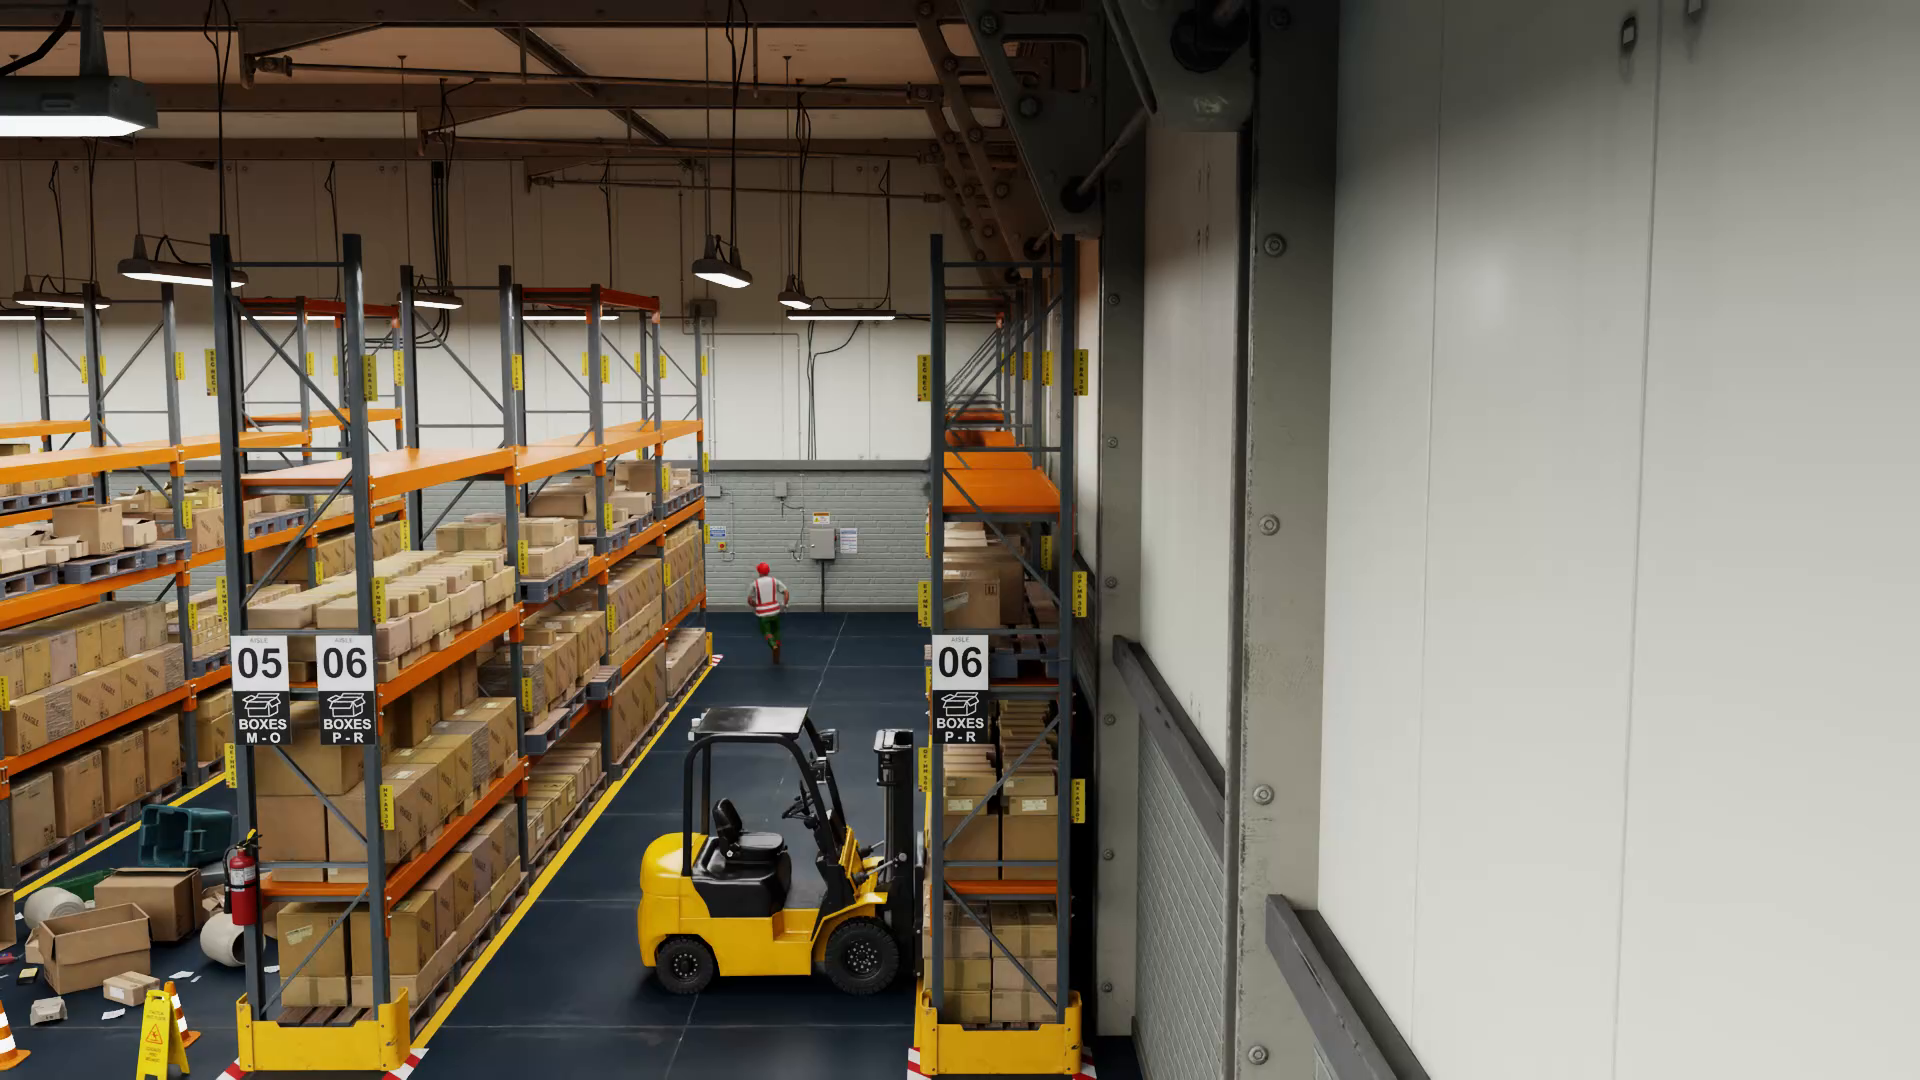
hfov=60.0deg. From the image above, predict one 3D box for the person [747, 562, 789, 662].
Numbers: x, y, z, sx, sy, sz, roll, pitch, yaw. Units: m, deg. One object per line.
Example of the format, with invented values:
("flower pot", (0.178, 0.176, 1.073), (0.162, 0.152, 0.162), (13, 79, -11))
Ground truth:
("person", (-3.220, 1.236, 27.891), (0.710, 1.745, 0.740), (-2, 7, -17))
